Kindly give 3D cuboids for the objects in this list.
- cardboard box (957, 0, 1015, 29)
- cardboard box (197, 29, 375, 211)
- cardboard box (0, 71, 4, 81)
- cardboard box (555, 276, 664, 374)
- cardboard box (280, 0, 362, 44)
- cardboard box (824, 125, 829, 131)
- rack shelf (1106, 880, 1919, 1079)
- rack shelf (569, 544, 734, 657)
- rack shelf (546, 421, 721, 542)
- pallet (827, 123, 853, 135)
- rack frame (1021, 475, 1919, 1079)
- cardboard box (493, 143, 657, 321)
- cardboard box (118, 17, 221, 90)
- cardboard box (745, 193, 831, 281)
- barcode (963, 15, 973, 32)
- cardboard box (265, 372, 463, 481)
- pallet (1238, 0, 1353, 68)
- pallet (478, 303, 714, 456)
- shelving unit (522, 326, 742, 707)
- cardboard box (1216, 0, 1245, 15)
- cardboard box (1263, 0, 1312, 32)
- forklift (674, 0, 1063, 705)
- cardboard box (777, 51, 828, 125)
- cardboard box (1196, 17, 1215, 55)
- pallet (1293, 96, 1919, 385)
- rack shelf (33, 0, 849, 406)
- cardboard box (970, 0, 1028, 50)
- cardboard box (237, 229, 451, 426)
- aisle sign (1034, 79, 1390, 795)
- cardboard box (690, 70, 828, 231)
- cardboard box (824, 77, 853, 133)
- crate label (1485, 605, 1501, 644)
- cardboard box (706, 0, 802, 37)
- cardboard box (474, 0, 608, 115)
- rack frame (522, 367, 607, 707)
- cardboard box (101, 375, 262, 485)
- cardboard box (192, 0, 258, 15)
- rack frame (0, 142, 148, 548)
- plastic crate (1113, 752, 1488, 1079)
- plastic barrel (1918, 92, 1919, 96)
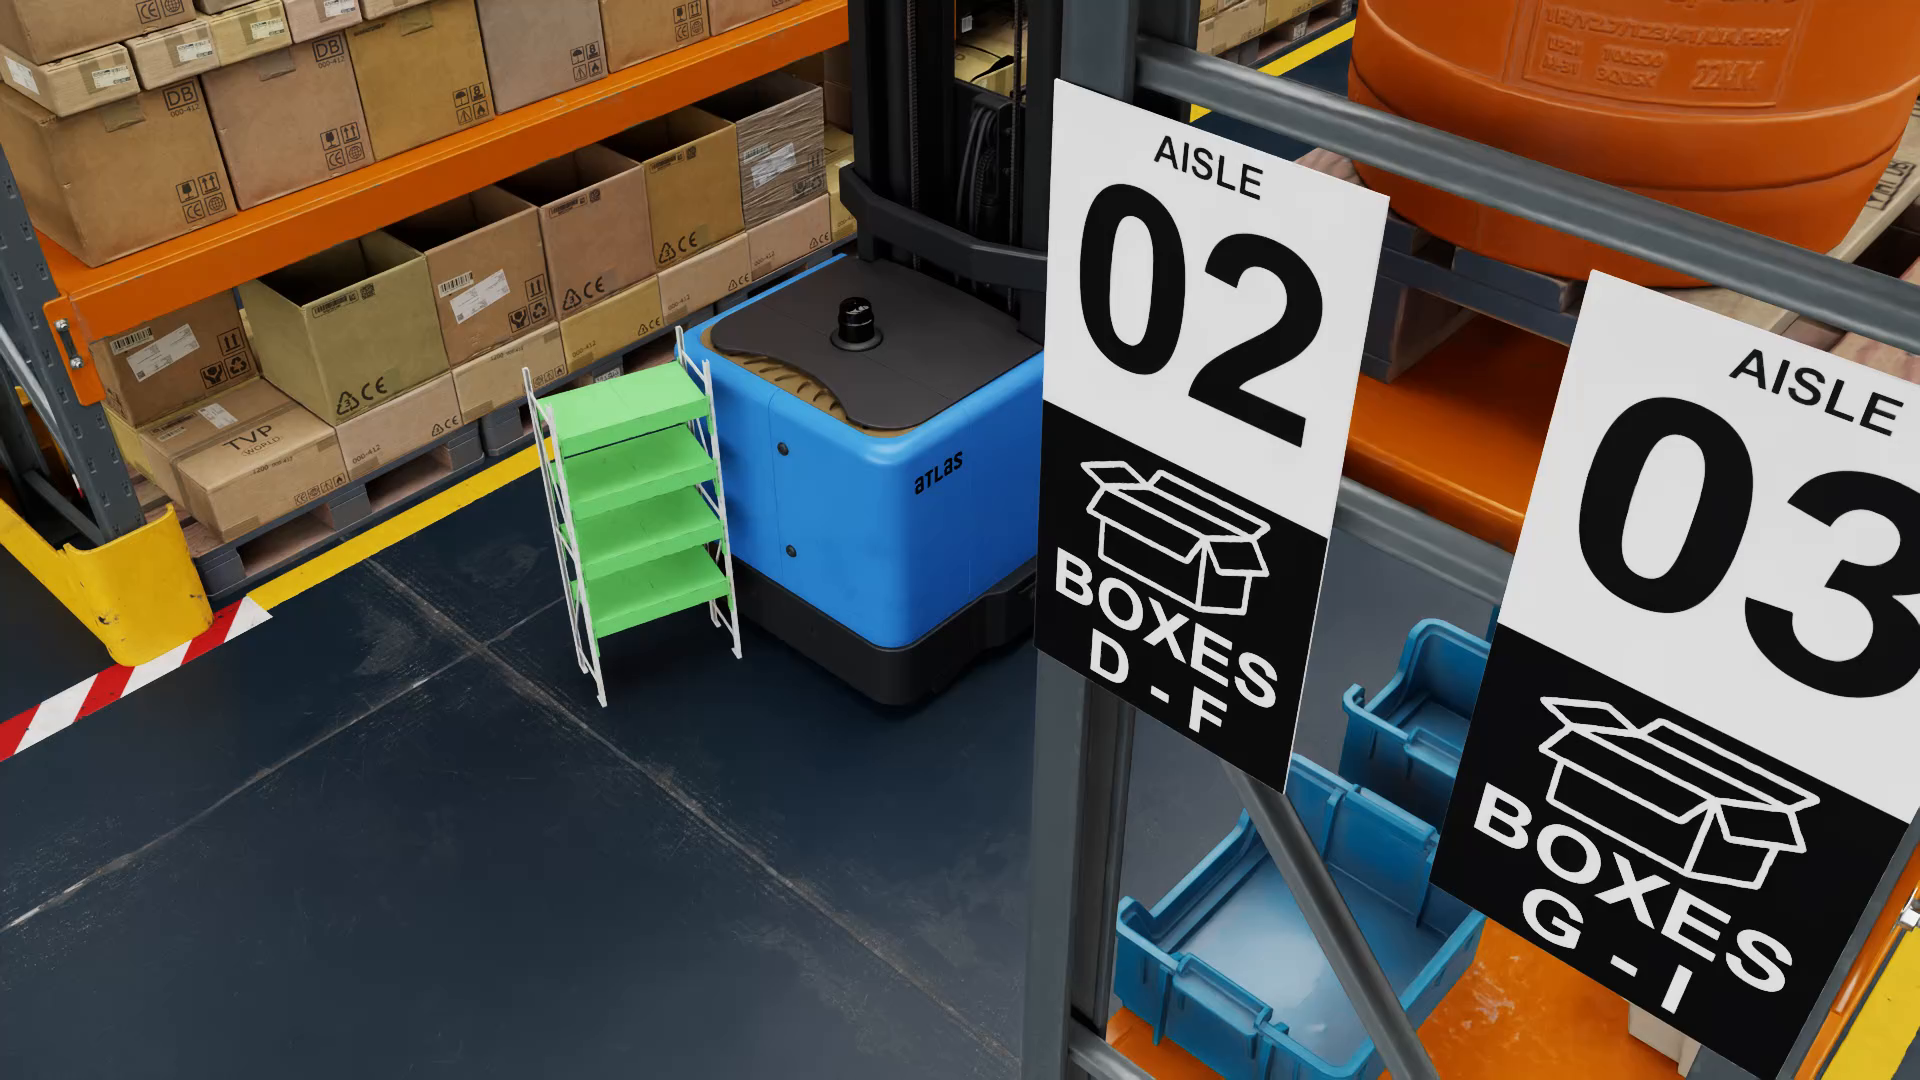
[{"bbox_3d":[-0.035,-2.751,8.721,0.500,0.311,0.500,31,48,33],"label":"cardboard box"},{"bbox_3d":[-2.467,-1.549,5.708,0.700,0.500,0.500,31,48,33],"label":"cardboard box"},{"bbox_3d":[-3.025,-1.606,5.258,0.380,0.149,0.250,29,47,31],"label":"cardboard box"},{"bbox_3d":[-1.603,-0.987,6.953,0.500,0.250,0.500,30,47,32],"label":"cardboard box"},{"bbox_3d":[-2.201,-1.792,5.492,0.380,0.149,0.250,29,47,31],"label":"cardboard box"},{"bbox_3d":[-0.980,-1.898,8.098,0.500,0.250,0.500,30,47,32],"label":"cardboard box"},{"bbox_3d":[1.861,0.387,3.932,1.077,0.370,4.000,30,47,32],"label":"rack shelf"},{"bbox_3d":[-1.031,0.185,5.542,0.480,0.148,0.258,-19,42,-22],"label":"rack shelf"},{"bbox_3d":[-1.031,-0.191,5.243,0.480,0.148,0.258,-19,42,-22],"label":"rack shelf"},{"bbox_3d":[0.025,-2.159,8.795,1.003,0.211,1.213,30,47,32],"label":"pallet"},{"bbox_3d":[0.512,1.024,2.552,1.000,3.000,0.127,30,47,32],"label":"rack frame"},{"bbox_3d":[-1.602,-1.280,6.719,0.500,0.500,0.500,30,47,32],"label":"cardboard box"},{"bbox_3d":[-2.542,-1.563,5.204,0.380,0.149,0.250,28,46,31],"label":"cardboard box"},{"bbox_3d":[-0.939,-1.453,7.539,0.500,0.250,0.500,30,47,32],"label":"cardboard box"},{"bbox_3d":[0.036,-2.407,7.751,0.001,0.075,0.075,30,47,32],"label":"barcode"},{"bbox_3d":[-2.281,-0.530,6.378,0.500,0.250,0.500,30,47,32],"label":"cardboard box"},{"bbox_3d":[1.671,-3.280,10.205,1.003,0.211,1.213,30,47,32],"label":"pallet"},{"bbox_3d":[-1.834,-0.893,7.203,1.003,0.211,1.213,30,47,32],"label":"pallet"},{"bbox_3d":[-1.031,-0.053,5.353,0.503,1.200,0.258,-19,42,-22],"label":"shelving unit"},{"bbox_3d":[1.395,-3.224,9.316,0.500,0.311,0.500,29,47,32],"label":"cardboard box"},{"bbox_3d":[1.735,-3.239,9.785,0.500,0.250,0.500,29,47,31],"label":"cardboard box"},{"bbox_3d":[0.425,-1.437,5.702,1.130,2.935,3.031,30,47,32],"label":"forklift"},{"bbox_3d":[-0.987,-2.195,7.870,0.500,0.500,0.500,30,47,32],"label":"cardboard box"},{"bbox_3d":[1.049,-2.771,9.197,0.500,0.250,0.500,31,48,33],"label":"cardboard box"},{"bbox_3d":[1.142,-0.415,2.104,1.003,0.211,1.213,30,47,32],"label":"pallet"},{"bbox_3d":[-1.793,-1.695,6.549,1.077,0.370,4.000,30,47,32],"label":"rack shelf"},{"bbox_3d":[0.361,-2.516,8.425,0.500,0.311,0.500,29,47,31],"label":"cardboard box"},{"bbox_3d":[-2.280,-0.823,6.144,0.500,0.500,0.500,30,47,32],"label":"cardboard box"},{"bbox_3d":[0.244,-0.085,1.858,0.394,0.787,0.004,30,47,32],"label":"aisle sign"},{"bbox_3d":[-0.941,-1.747,7.307,0.500,0.500,0.500,30,47,32],"label":"cardboard box"},{"bbox_3d":[-0.377,-2.296,8.599,0.500,0.250,0.500,29,47,31],"label":"cardboard box"},{"bbox_3d":[1.554,0.051,3.747,0.502,0.435,0.616,30,47,32],"label":"crate label"},{"bbox_3d":[-1.089,-2.483,6.882,0.700,0.500,0.500,29,47,31],"label":"cardboard box"},{"bbox_3d":[-1.775,-2.018,6.298,0.700,0.500,0.500,31,48,33],"label":"cardboard box"},{"bbox_3d":[-1.244,0.021,5.260,0.015,1.200,0.240,-19,42,-22],"label":"rack frame"},{"bbox_3d":[-2.998,-0.516,6.361,0.500,0.250,0.500,30,47,32],"label":"cardboard box"},{"bbox_3d":[-2.431,-2.082,5.335,0.700,0.500,0.500,28,46,31],"label":"cardboard box"},{"bbox_3d":[-3.142,-1.058,5.170,1.000,3.000,0.127,30,47,32],"label":"rack frame"},{"bbox_3d":[0.629,0.727,3.046,0.499,0.251,0.616,30,47,32],"label":"plastic crate"},{"bbox_3d":[1.187,-0.965,2.155,0.600,0.588,0.600,0,38,0],"label":"plastic barrel"}]
